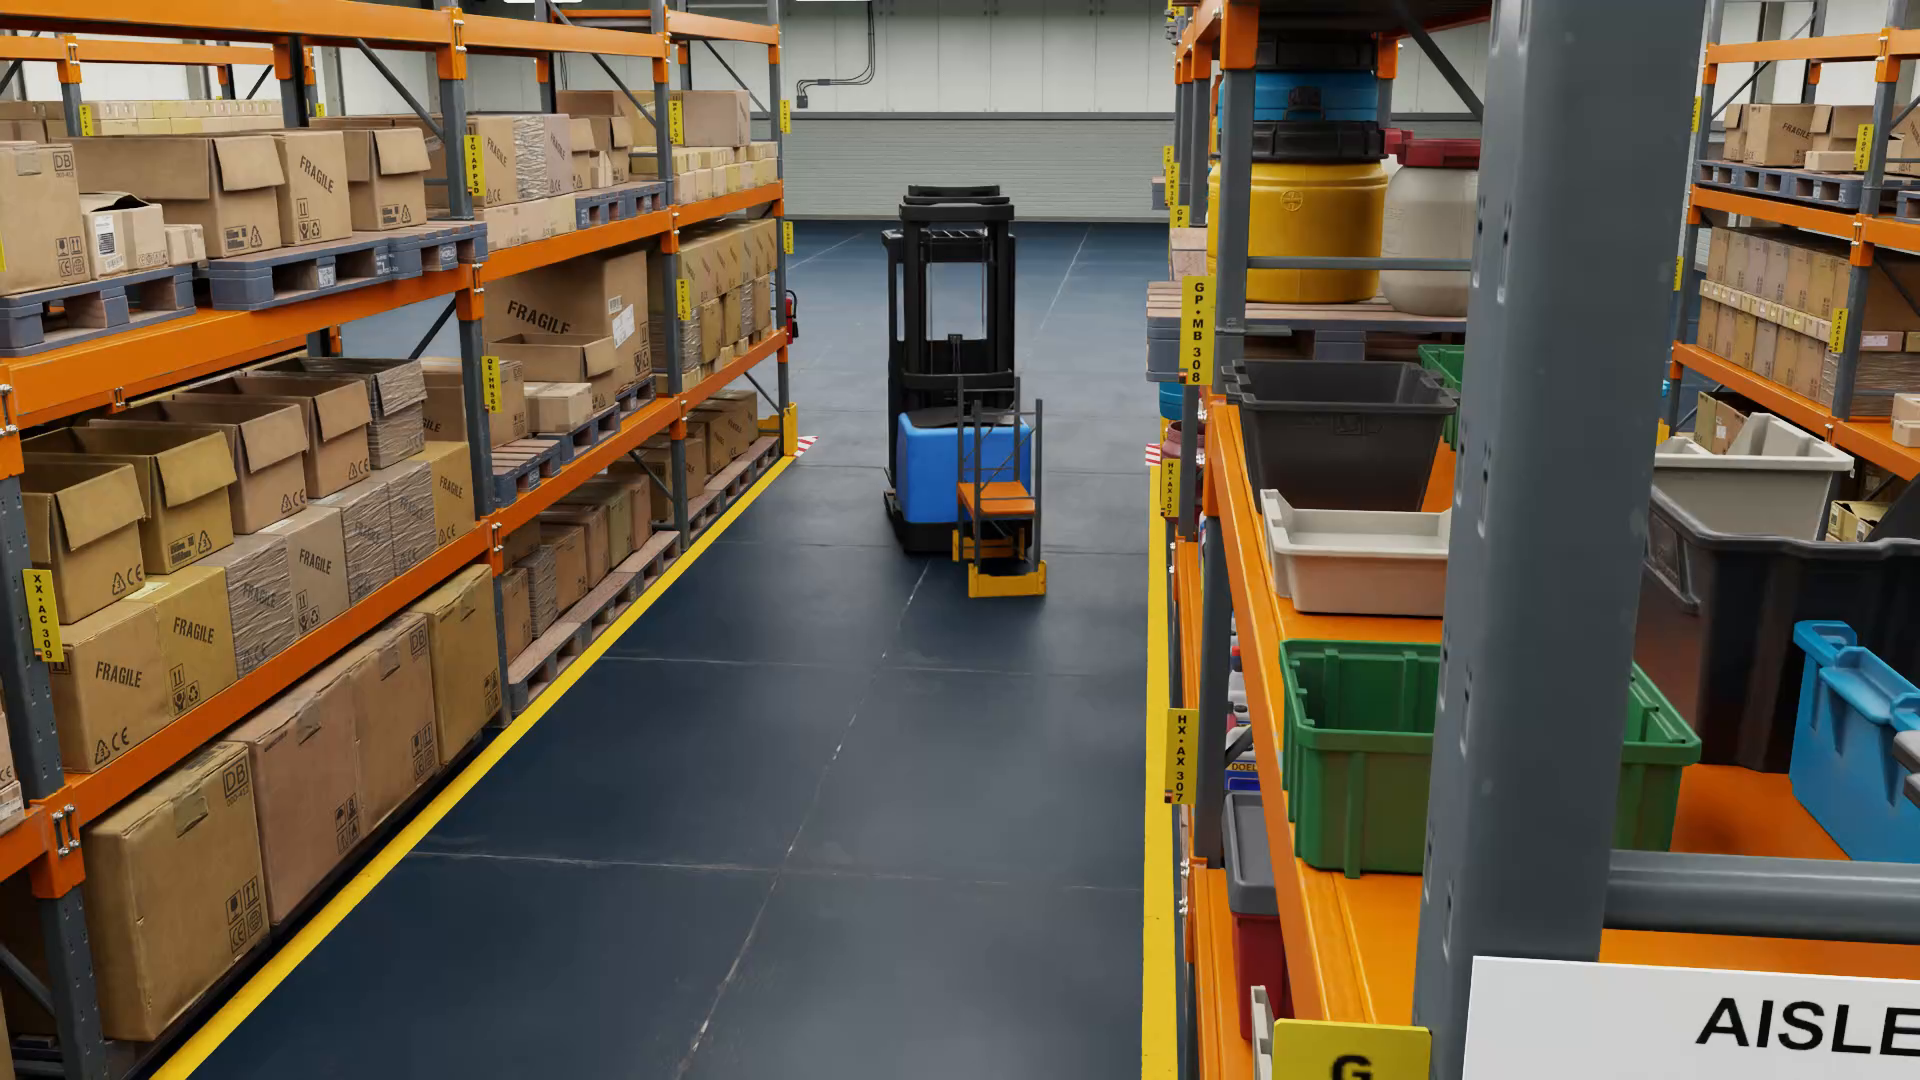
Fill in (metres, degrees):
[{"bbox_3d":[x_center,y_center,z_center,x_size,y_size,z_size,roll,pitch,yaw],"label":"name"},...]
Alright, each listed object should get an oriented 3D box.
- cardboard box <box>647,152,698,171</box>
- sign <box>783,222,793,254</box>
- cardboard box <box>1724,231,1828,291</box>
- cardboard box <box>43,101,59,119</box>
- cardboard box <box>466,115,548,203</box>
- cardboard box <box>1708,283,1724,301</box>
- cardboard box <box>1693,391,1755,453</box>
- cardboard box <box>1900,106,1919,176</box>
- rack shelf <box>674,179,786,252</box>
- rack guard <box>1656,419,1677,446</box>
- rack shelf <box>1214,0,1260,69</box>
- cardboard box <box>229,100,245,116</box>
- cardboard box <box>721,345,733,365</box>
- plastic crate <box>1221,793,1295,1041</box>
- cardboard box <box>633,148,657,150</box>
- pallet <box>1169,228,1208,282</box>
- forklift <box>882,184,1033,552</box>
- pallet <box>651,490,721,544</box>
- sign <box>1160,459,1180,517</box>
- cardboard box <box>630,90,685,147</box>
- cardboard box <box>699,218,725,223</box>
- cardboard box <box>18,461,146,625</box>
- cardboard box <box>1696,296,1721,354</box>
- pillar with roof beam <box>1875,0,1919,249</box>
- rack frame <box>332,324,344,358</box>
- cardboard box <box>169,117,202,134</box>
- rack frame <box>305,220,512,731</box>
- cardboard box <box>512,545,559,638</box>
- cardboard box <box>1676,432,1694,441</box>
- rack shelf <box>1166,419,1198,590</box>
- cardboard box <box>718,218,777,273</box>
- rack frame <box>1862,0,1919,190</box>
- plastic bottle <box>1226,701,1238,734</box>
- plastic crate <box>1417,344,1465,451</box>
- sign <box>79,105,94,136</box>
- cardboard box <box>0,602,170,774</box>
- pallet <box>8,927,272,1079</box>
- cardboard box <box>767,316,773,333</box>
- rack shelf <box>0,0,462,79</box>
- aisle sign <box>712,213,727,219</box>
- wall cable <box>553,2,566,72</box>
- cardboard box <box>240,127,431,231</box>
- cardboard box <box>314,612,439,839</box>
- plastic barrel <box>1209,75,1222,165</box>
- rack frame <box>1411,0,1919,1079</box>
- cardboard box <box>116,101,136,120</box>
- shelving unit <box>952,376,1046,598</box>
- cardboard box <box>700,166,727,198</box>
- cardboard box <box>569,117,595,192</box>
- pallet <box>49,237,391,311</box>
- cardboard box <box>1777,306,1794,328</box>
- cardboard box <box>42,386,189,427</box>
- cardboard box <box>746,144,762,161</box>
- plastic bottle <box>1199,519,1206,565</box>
[{"bbox_3d":[-2.406,-3.161,13.882,0.380,0.149,0.250,2,15,7],"label":"cardboard box"},{"bbox_3d":[-1.763,-3.104,17.071,0.100,0.325,0.005,2,15,6],"label":"sign"},{"bbox_3d":[7.405,-2.525,15.076,0.700,0.500,0.500,1,15,5],"label":"cardboard box"},{"bbox_3d":[-7.927,-3.681,14.241,0.380,0.149,0.250,2,15,6],"label":"cardboard box"},{"bbox_3d":[-2.845,-2.322,10.109,0.500,0.500,0.500,2,15,7],"label":"cardboard box"},{"bbox_3d":[7.245,-2.319,15.556,0.380,0.149,0.250,1,15,5],"label":"cardboard box"},{"bbox_3d":[7.194,-1.096,15.497,0.500,0.500,0.500,2,15,6],"label":"cardboard box"},{"bbox_3d":[7.398,-2.973,12.400,0.500,0.500,0.500,3,15,11],"label":"cardboard box"},{"bbox_3d":[-2.538,-2.996,15.127,1.077,0.370,4.000,2,15,6],"label":"rack shelf"},{"bbox_3d":[7.533,-0.921,16.610,1.175,0.500,0.348,2,15,6],"label":"rack guard"},{"bbox_3d":[1.029,-0.993,2.738,1.077,0.370,4.000,2,15,6],"label":"rack shelf"},{"bbox_3d":[-7.074,-4.122,15.870,0.380,0.149,0.250,1,15,5],"label":"cardboard box"},{"bbox_3d":[-2.284,-1.692,15.153,0.380,0.149,0.250,2,15,6],"label":"cardboard box"},{"bbox_3d":[0.905,1.009,4.448,0.402,0.464,0.583,2,15,6],"label":"plastic crate"},{"bbox_3d":[-2.870,-3.379,14.690,0.380,0.149,0.250,2,15,9],"label":"cardboard box"},{"bbox_3d":[1.523,-1.355,8.040,1.003,0.211,1.213,2,15,6],"label":"pallet"},{"bbox_3d":[-0.102,-1.655,14.668,1.130,2.935,3.031,-2,15,-7],"label":"forklift"},{"bbox_3d":[-2.723,-0.206,14.518,1.003,0.211,1.213,2,15,6],"label":"pallet"},{"bbox_3d":[1.159,-0.286,9.162,0.100,0.325,0.005,2,15,6],"label":"sign"},{"bbox_3d":[-2.748,-3.918,15.440,0.500,0.500,0.500,2,15,6],"label":"cardboard box"},{"bbox_3d":[-2.645,-2.954,16.663,0.500,0.500,0.500,2,15,6],"label":"cardboard box"},{"bbox_3d":[-3.602,0.000,6.303,0.797,0.503,0.637,1,15,5],"label":"cardboard box"},{"bbox_3d":[7.465,-2.049,15.801,0.700,0.500,0.500,2,15,6],"label":"cardboard box"},{"bbox_3d":[10.310,-7.904,26.155,9.100,9.000,0.400,2,15,6],"label":"pillar with roof beam"},{"bbox_3d":[-7.229,-2.586,17.980,1.000,3.000,0.127,2,15,6],"label":"rack frame"},{"bbox_3d":[-7.235,-3.699,15.072,0.500,0.250,0.500,2,15,6],"label":"cardboard box"},{"bbox_3d":[-3.215,-0.339,9.670,1.000,3.000,0.127,2,15,6],"label":"rack frame"},{"bbox_3d":[-3.109,0.337,11.117,0.700,0.500,0.500,0,15,2],"label":"cardboard box"},{"bbox_3d":[7.249,-0.864,16.074,0.500,0.250,0.500,2,15,6],"label":"cardboard box"},{"bbox_3d":[1.932,-0.365,11.142,1.077,0.370,4.000,2,15,6],"label":"rack shelf"},{"bbox_3d":[-2.129,-2.939,16.606,0.500,0.500,0.500,2,15,6],"label":"cardboard box"},{"bbox_3d":[7.079,-3.980,11.641,1.000,3.000,0.127,2,15,6],"label":"rack frame"},{"bbox_3d":[0.959,0.727,5.949,0.061,0.283,0.133,2,15,6],"label":"plastic bottle"},{"bbox_3d":[1.508,-0.383,4.490,0.450,0.188,0.662,2,15,6],"label":"plastic crate"},{"bbox_3d":[-7.140,-3.385,13.594,0.100,0.325,0.005,2,15,6],"label":"sign"},{"bbox_3d":[-3.366,0.538,6.234,0.500,0.500,0.500,2,15,6],"label":"cardboard box"},{"bbox_3d":[-3.654,1.842,6.945,1.003,0.211,1.213,2,15,6],"label":"pallet"},{"bbox_3d":[-2.139,-2.213,17.080,0.380,0.149,0.250,2,15,6],"label":"cardboard box"},{"bbox_3d":[-3.441,-2.176,7.114,1.077,0.370,4.000,2,15,6],"label":"rack shelf"},{"bbox_3d":[-2.603,-3.694,17.096,0.394,0.787,0.004,2,15,6],"label":"aisle sign"},{"bbox_3d":[-10.346,-14.958,48.515,3.097,2.526,0.112,2,15,6],"label":"wall cable"},{"bbox_3d":[-3.212,-1.879,8.617,0.797,0.503,0.637,3,15,10],"label":"cardboard box"},{"bbox_3d":[-3.422,0.893,8.378,1.225,0.875,0.875,2,15,6],"label":"cardboard box"},{"bbox_3d":[2.681,-3.996,15.821,0.600,0.830,0.708,2,15,6],"label":"plastic barrel"},{"bbox_3d":[0.800,-1.014,0.674,0.949,2.616,0.053,2,15,6],"label":"rack frame"},{"bbox_3d":[-7.274,-3.662,14.170,0.380,0.149,0.250,2,15,6],"label":"cardboard box"},{"bbox_3d":[0.295,-0.435,12.896,0.587,1.500,1.083,-2,15,-7],"label":"shelving unit"},{"bbox_3d":[-2.337,-3.127,14.522,0.500,0.250,0.500,1,15,4],"label":"cardboard box"},{"bbox_3d":[-3.020,-2.714,11.703,0.797,0.503,0.637,2,15,9],"label":"cardboard box"},{"bbox_3d":[-3.358,-1.237,7.606,1.003,0.211,1.213,2,15,9],"label":"pallet"},{"bbox_3d":[7.042,-1.851,13.828,0.380,0.149,0.250,2,15,8],"label":"cardboard box"},{"bbox_3d":[-7.540,-0.887,14.962,0.875,0.875,0.875,2,15,7],"label":"cardboard box"},{"bbox_3d":[-2.106,-3.697,15.864,0.380,0.149,0.250,2,15,7],"label":"cardboard box"},{"bbox_3d":[1.296,0.001,8.659,0.097,0.271,0.097,0,15,0],"label":"plastic bottle"}]
